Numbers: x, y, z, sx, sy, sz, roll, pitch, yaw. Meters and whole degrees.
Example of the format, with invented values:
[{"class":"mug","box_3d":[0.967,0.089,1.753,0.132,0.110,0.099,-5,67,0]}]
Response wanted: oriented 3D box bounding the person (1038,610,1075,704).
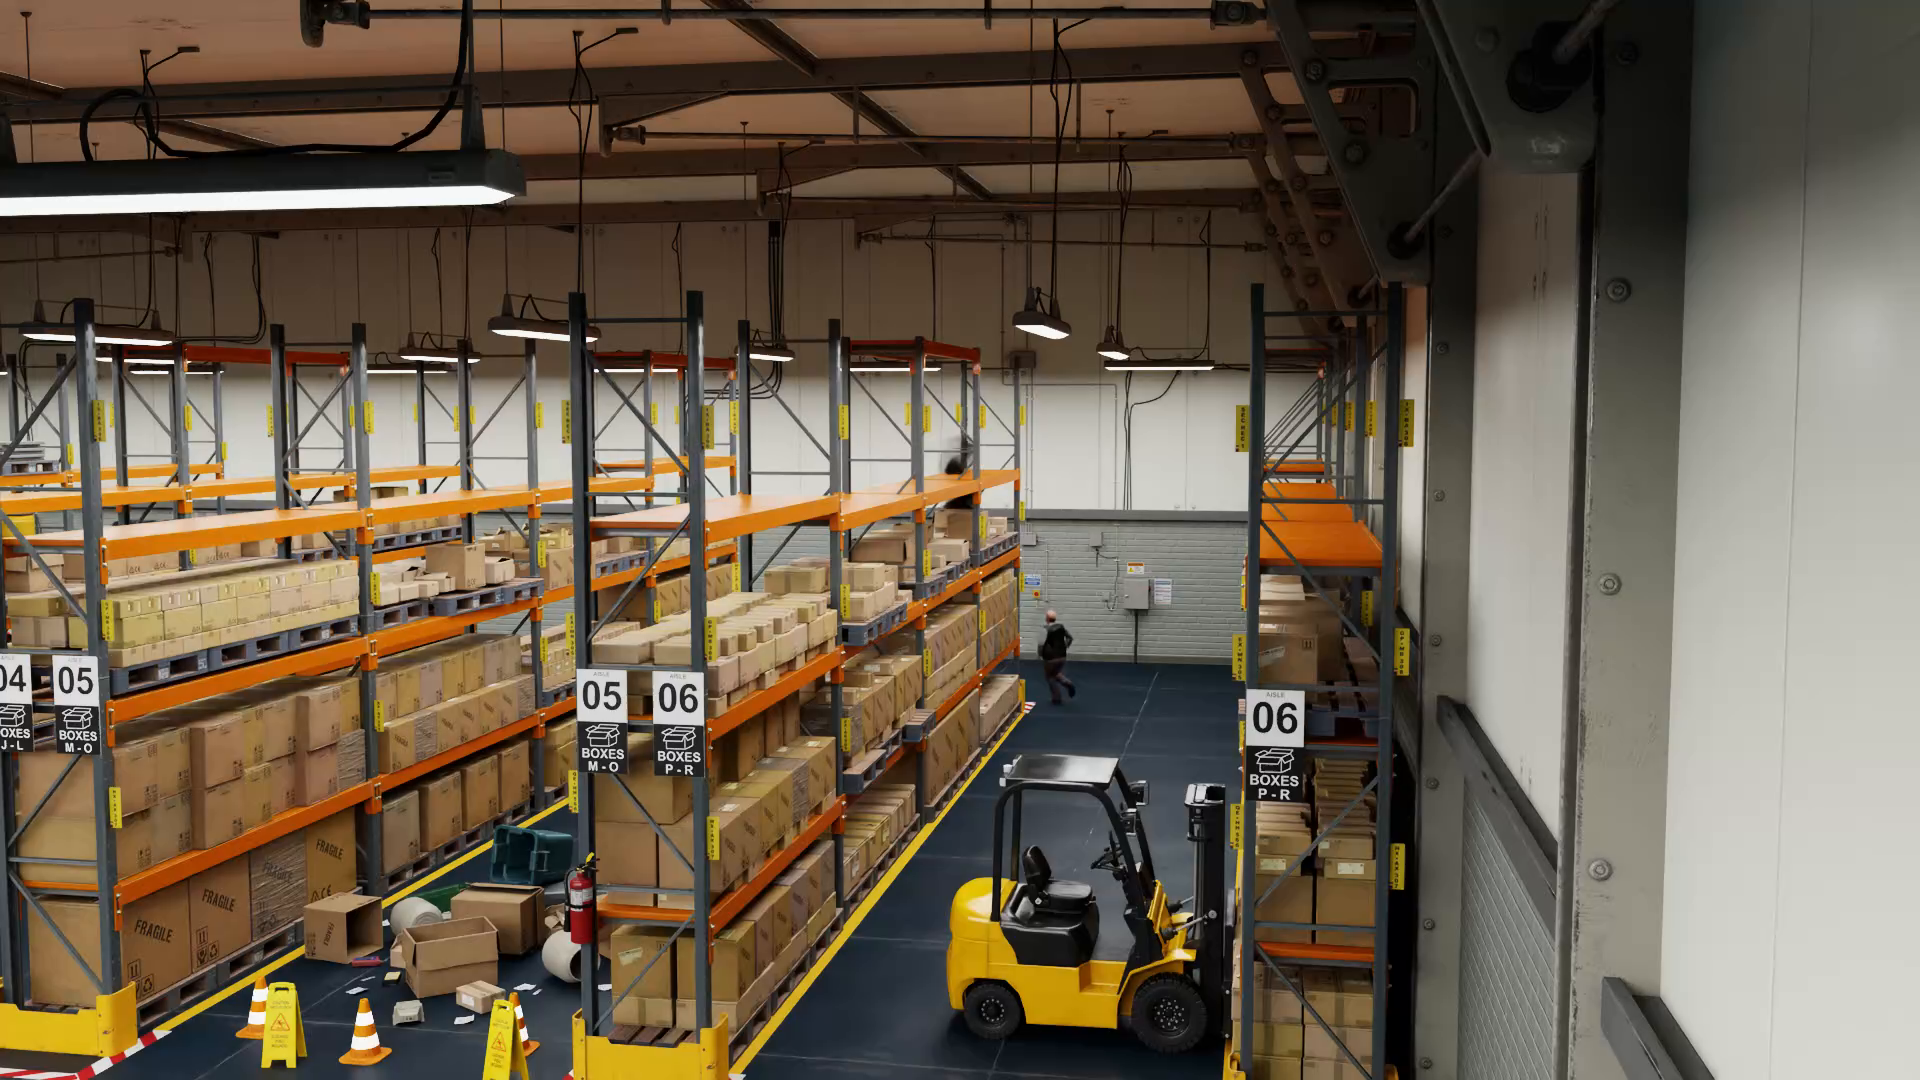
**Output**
[{"class":"person","box_3d":[1.603,2.031,28.738,0.696,1.651,0.617,-3,5,-32]}]
